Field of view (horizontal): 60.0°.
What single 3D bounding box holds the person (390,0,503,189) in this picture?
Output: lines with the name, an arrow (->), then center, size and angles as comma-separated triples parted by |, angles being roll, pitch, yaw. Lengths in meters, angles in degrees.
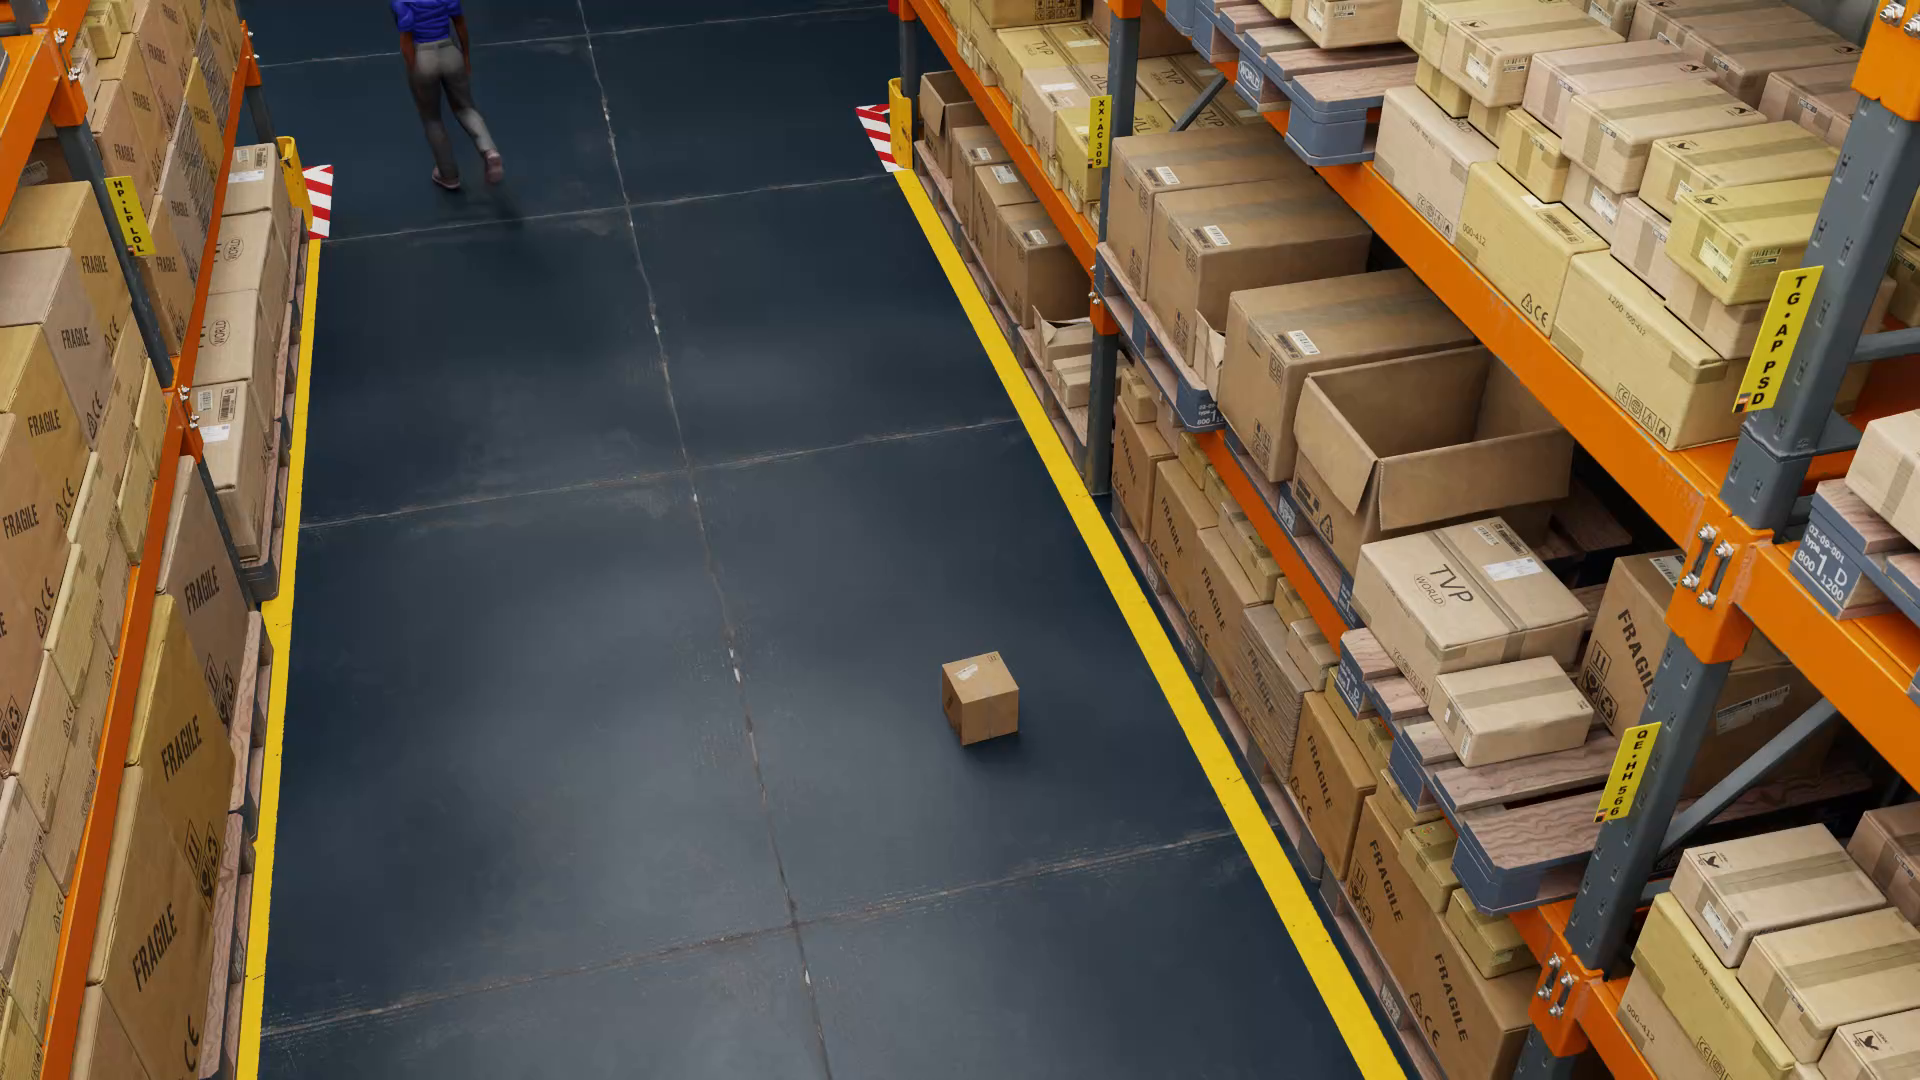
person -> -3.235, -2.947, 10.407 | 0.456, 1.644, 0.646 | -26, 45, -29
